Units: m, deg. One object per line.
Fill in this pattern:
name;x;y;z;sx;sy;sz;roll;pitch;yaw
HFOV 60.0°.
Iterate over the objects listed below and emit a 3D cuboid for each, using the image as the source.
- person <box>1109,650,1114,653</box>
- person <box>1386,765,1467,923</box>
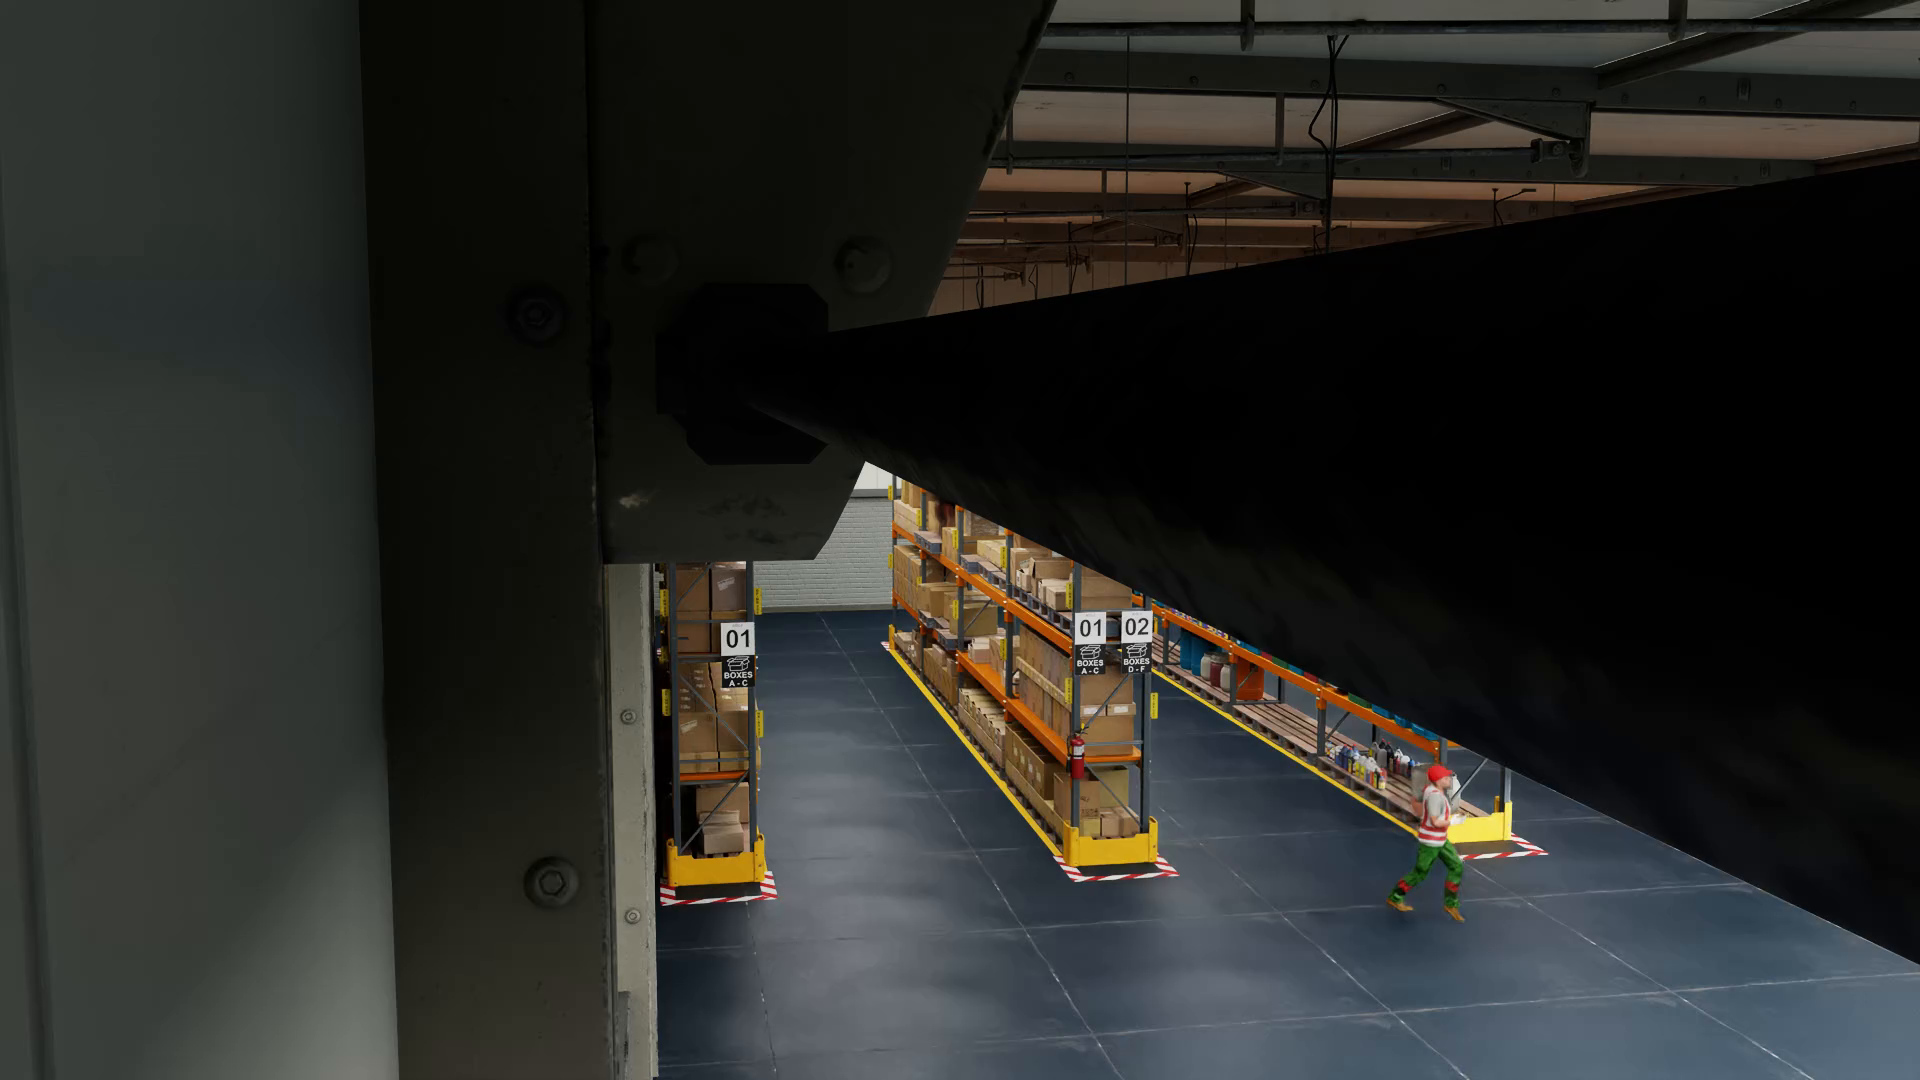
person;2.872;1.741;32.452;0.610;1.618;0.584;-1;6;-11
person;5.264;3.434;18.754;0.862;1.837;0.627;3;7;23
